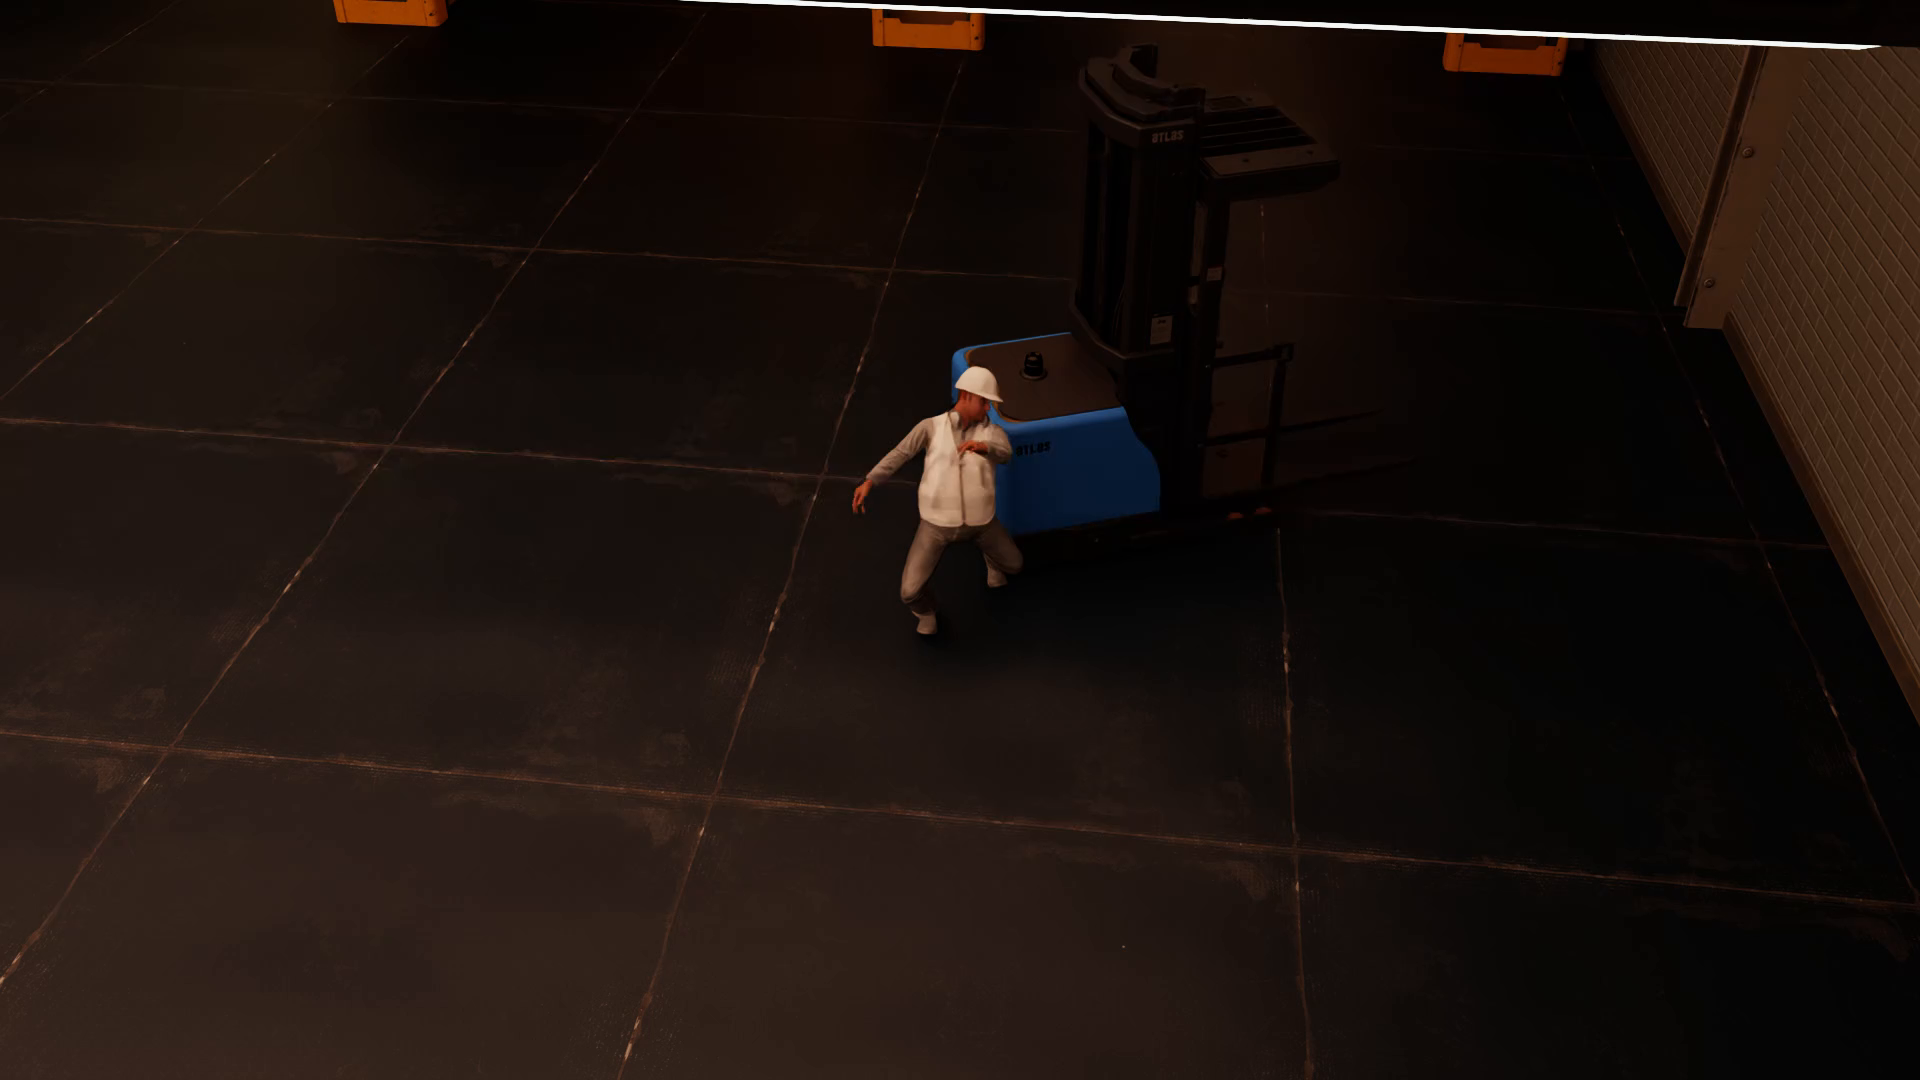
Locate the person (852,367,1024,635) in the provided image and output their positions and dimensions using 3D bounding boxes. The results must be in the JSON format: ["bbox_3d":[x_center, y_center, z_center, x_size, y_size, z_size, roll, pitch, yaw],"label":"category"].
[{"bbox_3d":[-0.123,-0.136,9.373,1.017,1.511,0.737,-9,37,-13],"label":"person"}]

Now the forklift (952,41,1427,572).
[{"bbox_3d":[1.512,-1.480,10.038,3.031,2.935,1.130,-10,38,-13],"label":"forklift"}]
